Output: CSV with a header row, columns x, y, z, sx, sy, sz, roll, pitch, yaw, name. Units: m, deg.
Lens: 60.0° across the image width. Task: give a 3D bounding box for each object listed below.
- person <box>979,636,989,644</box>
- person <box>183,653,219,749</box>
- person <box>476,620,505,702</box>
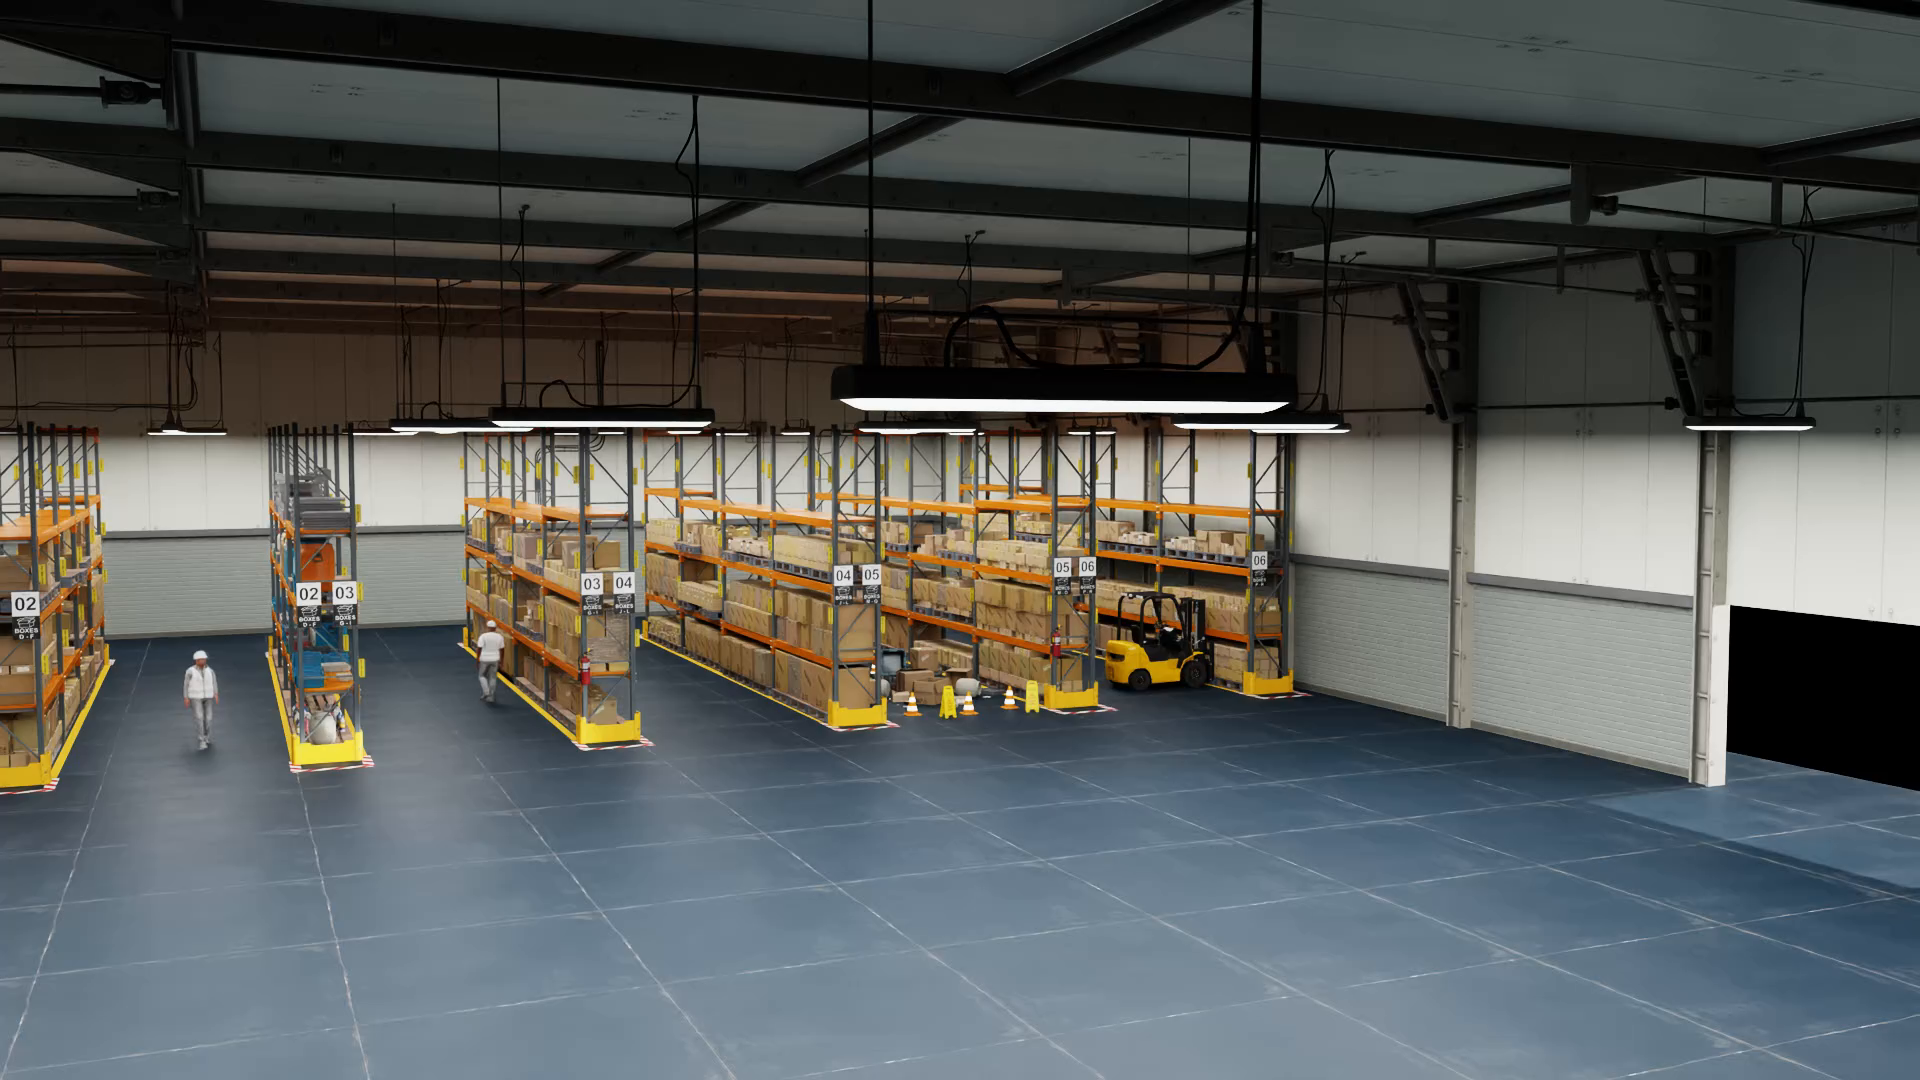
x,y,z,sx,sy,sz,roll,pitch,yaw,name
0.647,2.289,43.305,0.464,1.583,0.413,-3,4,-39,person
-14.074,2.988,31.000,0.732,1.724,0.571,2,4,35,person
-10.194,2.629,36.107,0.617,1.777,0.388,-1,4,-15,person
